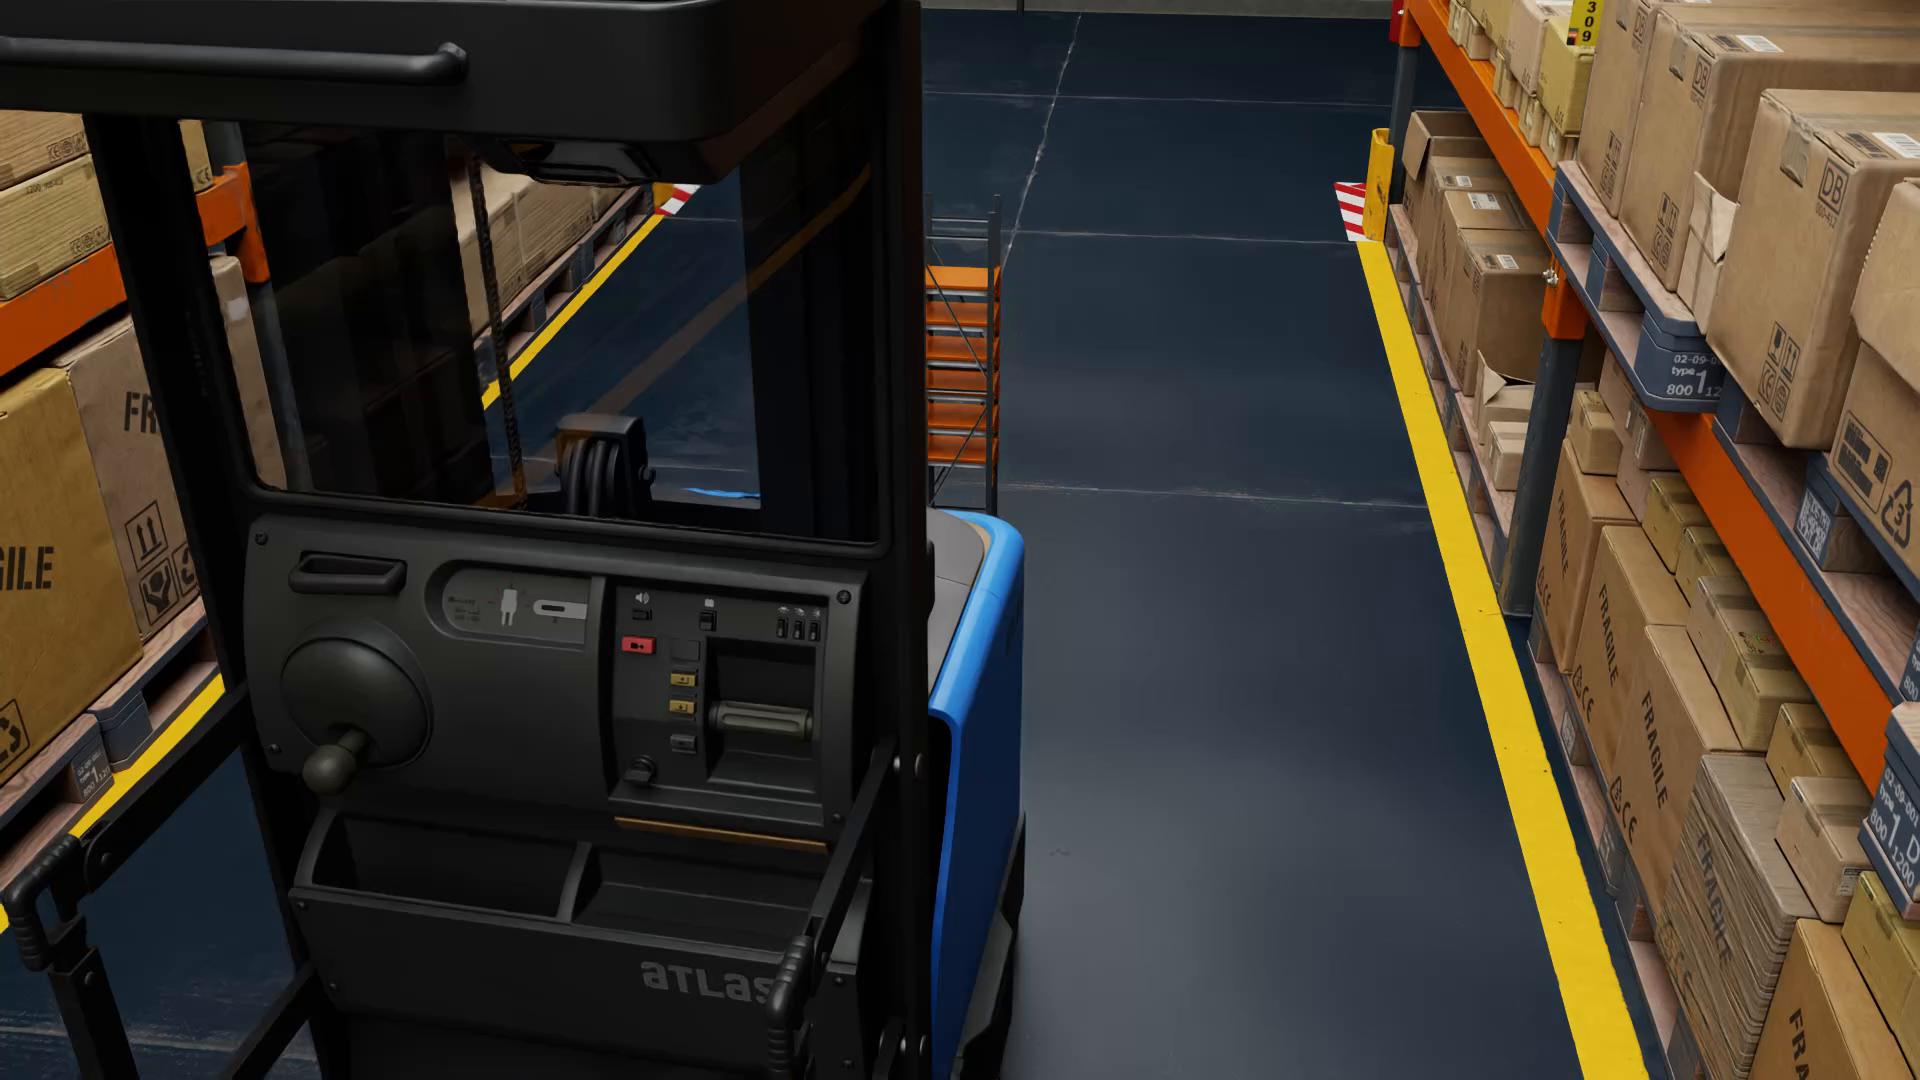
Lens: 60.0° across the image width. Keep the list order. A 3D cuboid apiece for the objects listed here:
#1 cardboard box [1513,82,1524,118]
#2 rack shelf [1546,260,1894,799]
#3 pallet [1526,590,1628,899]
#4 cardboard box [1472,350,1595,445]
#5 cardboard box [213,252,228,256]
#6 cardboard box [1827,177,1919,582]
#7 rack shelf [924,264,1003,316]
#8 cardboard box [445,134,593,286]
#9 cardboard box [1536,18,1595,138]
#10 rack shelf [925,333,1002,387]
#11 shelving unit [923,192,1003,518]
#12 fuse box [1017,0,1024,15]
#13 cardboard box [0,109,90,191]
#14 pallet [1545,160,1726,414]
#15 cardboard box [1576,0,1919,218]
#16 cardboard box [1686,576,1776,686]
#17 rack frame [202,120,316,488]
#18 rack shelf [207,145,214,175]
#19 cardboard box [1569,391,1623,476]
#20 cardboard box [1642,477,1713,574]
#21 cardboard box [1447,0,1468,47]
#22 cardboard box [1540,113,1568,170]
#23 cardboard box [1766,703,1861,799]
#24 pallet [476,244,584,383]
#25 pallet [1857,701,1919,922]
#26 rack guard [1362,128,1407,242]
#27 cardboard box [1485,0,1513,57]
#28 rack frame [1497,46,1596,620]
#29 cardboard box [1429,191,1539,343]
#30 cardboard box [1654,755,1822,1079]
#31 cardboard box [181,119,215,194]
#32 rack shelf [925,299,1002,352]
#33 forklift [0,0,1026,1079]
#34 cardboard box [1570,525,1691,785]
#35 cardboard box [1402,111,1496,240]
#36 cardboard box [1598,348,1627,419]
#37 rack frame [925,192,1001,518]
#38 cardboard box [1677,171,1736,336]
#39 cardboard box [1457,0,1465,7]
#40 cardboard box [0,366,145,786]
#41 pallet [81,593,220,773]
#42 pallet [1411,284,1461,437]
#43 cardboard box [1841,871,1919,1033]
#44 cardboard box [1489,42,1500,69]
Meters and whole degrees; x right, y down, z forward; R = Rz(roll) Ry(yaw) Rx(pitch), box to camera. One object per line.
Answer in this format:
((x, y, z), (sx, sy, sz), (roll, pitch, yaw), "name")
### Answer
((2.097, -1.496, 5.629), (0.380, 0.149, 0.250), (4, 29, 8), "cardboard box")
((1.986, 0.186, 3.001), (1.077, 0.370, 4.000), (3, 28, 6), "rack shelf")
((2.169, 0.540, 4.524), (1.003, 0.211, 1.213), (3, 28, 6), "pallet")
((2.052, -0.501, 5.957), (0.396, 0.266, 0.258), (4, 29, 8), "cardboard box")
((-2.512, -0.705, 6.155), (0.875, 0.438, 0.875), (3, 28, 5), "cardboard box")
((1.758, -0.199, 2.405), (0.797, 0.503, 0.637), (3, 28, 5), "cardboard box")
((-0.002, -0.799, 5.303), (0.258, 0.103, 0.180), (3, 28, 6), "rack shelf")
((-2.291, -1.551, 7.725), (0.875, 0.438, 0.875), (4, 29, 8), "cardboard box")
((2.052, -1.391, 5.014), (0.500, 0.250, 0.500), (4, 29, 7), "cardboard box")
((-0.002, -0.588, 5.417), (0.258, 0.103, 0.180), (3, 28, 6), "rack shelf")
((-0.002, -0.521, 5.453), (0.258, 1.200, 0.189), (3, 28, 6), "shelving unit")
((0.529, -5.140, 13.486), (0.539, 1.711, 0.414), (3, 28, 6), "fuse box")
((-2.562, -1.056, 4.178), (0.500, 0.250, 0.500), (4, 29, 7), "cardboard box")
((2.025, -0.618, 3.937), (1.003, 0.211, 1.213), (3, 28, 6), "pallet")
((1.950, -1.087, 4.056), (0.700, 0.500, 0.500), (4, 29, 7), "cardboard box")
((1.858, 0.213, 3.701), (0.380, 0.149, 0.250), (3, 28, 6), "cardboard box")
((-2.695, -1.359, 5.110), (1.000, 3.000, 0.127), (3, 28, 6), "rack frame")
((-2.450, -1.984, 7.028), (1.077, 0.370, 4.000), (3, 28, 6), "rack shelf")
((1.923, -0.289, 4.633), (0.380, 0.149, 0.250), (5, 29, 9), "cardboard box")
((1.946, -0.033, 4.157), (0.380, 0.149, 0.250), (2, 28, 4), "cardboard box")
((2.202, -2.102, 6.754), (0.380, 0.149, 0.250), (3, 28, 5), "cardboard box")
((2.030, -1.250, 5.173), (0.380, 0.149, 0.250), (4, 29, 8), "cardboard box")
((1.821, 0.458, 3.246), (0.380, 0.149, 0.250), (3, 29, 6), "cardboard box")
((-2.378, -1.061, 7.496), (1.003, 0.211, 1.213), (3, 28, 6), "pallet")
((1.755, 0.572, 1.728), (1.213, 0.211, 1.003), (3, 28, 6), "pallet")
((2.712, -1.819, 8.599), (1.175, 0.500, 0.348), (3, 28, 6), "rack guard")
((2.172, -1.862, 5.888), (0.500, 0.250, 0.500), (3, 28, 6), "cardboard box")
((2.231, -1.072, 4.578), (1.000, 3.000, 0.127), (3, 28, 6), "rack frame")
((2.245, -1.114, 6.848), (0.500, 0.500, 0.500), (4, 29, 7), "cardboard box")
((1.758, 0.788, 3.318), (0.500, 0.500, 0.500), (2, 28, 4), "cardboard box")
((-2.500, -1.067, 4.726), (0.500, 0.250, 0.500), (3, 28, 5), "cardboard box")
((-0.002, -0.694, 5.360), (0.258, 0.103, 0.180), (3, 28, 6), "rack shelf")
((-0.636, 0.241, 2.212), (1.130, 2.935, 3.031), (5, 29, 10), "forklift")
((1.893, 0.309, 4.206), (0.500, 0.500, 0.500), (3, 28, 6), "cardboard box")
((2.552, -1.759, 8.041), (0.797, 0.503, 0.637), (2, 28, 4), "cardboard box")
((1.983, -0.416, 4.555), (0.380, 0.149, 0.250), (3, 28, 5), "cardboard box")
((0.009, -0.564, 5.533), (0.240, 1.200, 0.006), (3, 28, 6), "rack frame")
((1.680, -0.566, 3.338), (0.396, 0.266, 0.258), (5, 29, 9), "cardboard box")
((2.278, -2.346, 6.787), (0.500, 0.250, 0.500), (3, 28, 5), "cardboard box")
((-2.795, 0.114, 4.174), (0.875, 0.875, 0.875), (4, 29, 8), "cardboard box")
((-2.715, 0.236, 5.089), (1.003, 0.211, 1.213), (3, 28, 6), "pallet")
((2.463, -0.744, 6.908), (1.003, 0.211, 1.213), (3, 28, 6), "pallet")
((1.736, 0.703, 2.792), (0.380, 0.149, 0.250), (3, 28, 5), "cardboard box")
((2.226, -1.852, 6.290), (0.380, 0.149, 0.250), (3, 28, 6), "cardboard box")
